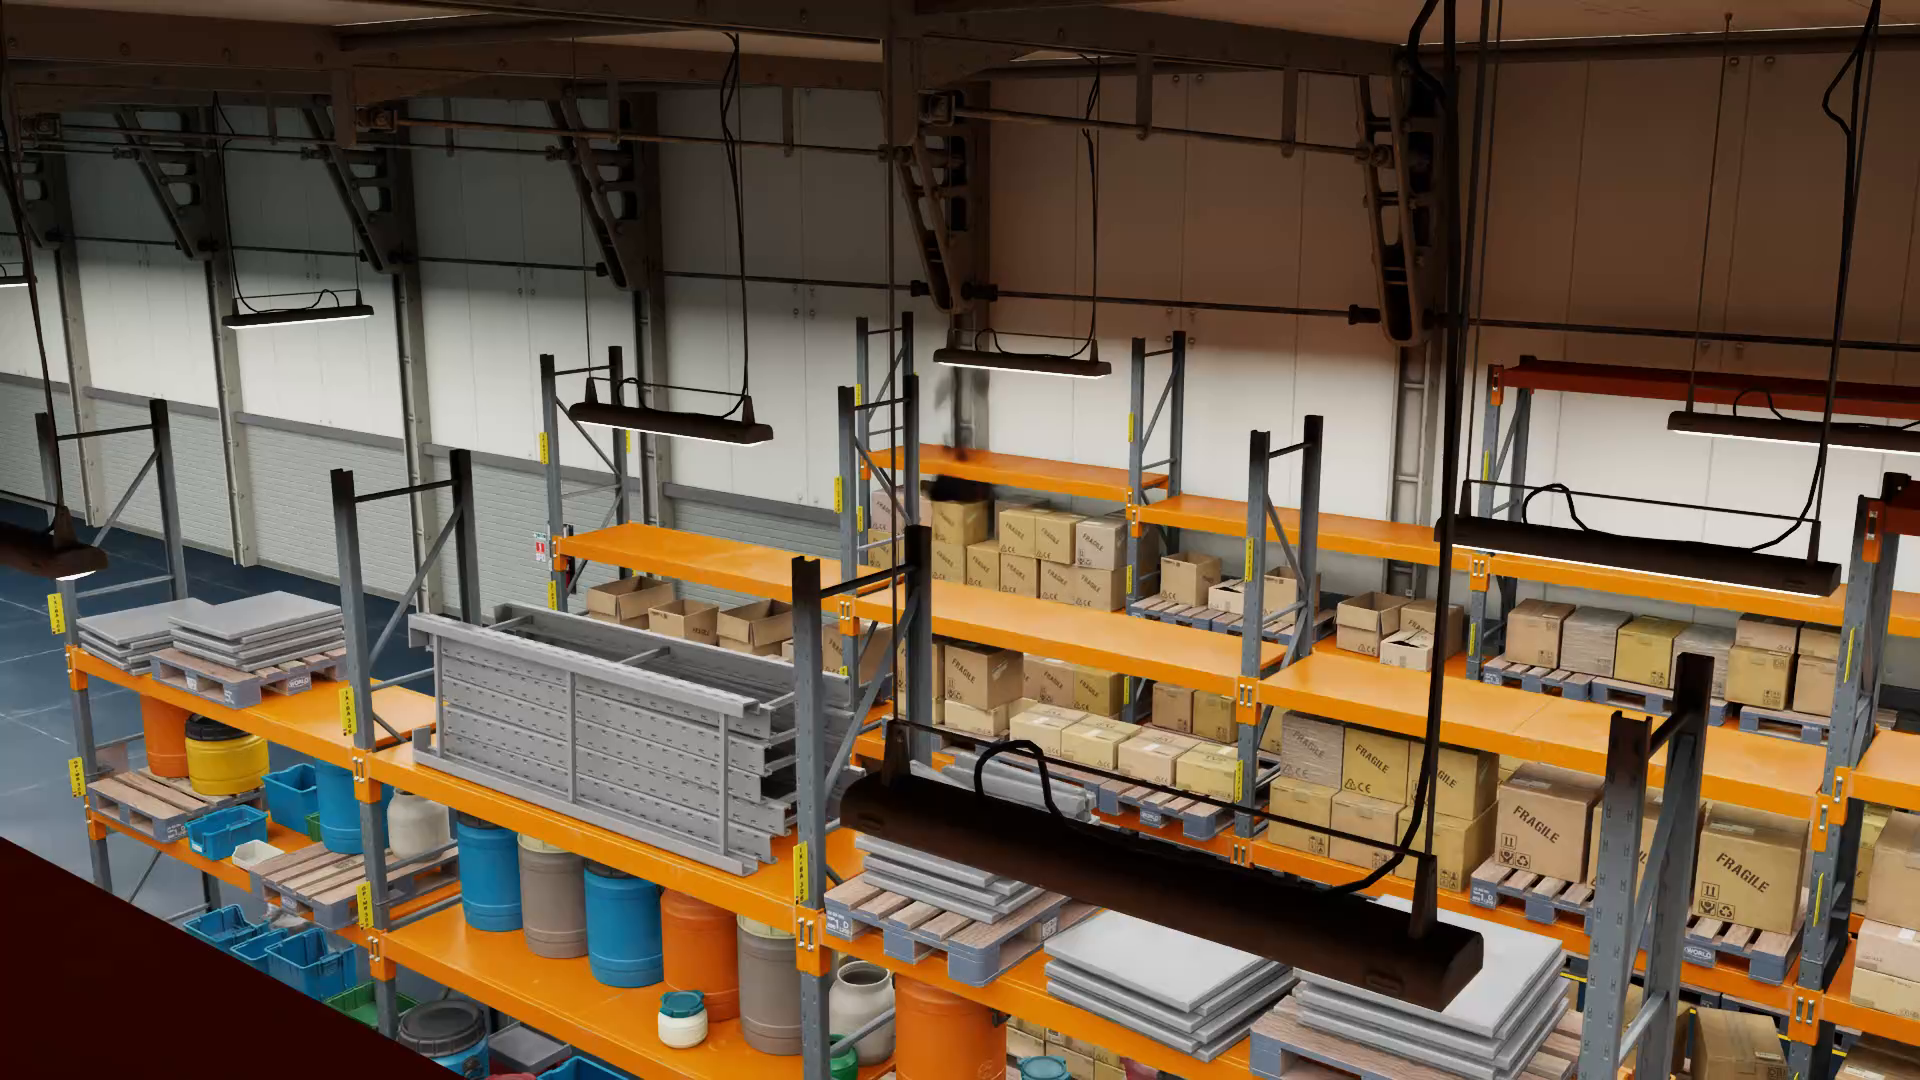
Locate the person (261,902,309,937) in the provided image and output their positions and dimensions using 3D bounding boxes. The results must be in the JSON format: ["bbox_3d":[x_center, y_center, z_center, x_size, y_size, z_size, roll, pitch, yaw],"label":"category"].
[{"bbox_3d":[-6.468,3.603,15.985,0.533,1.699,0.683,1,13,3],"label":"person"}]
